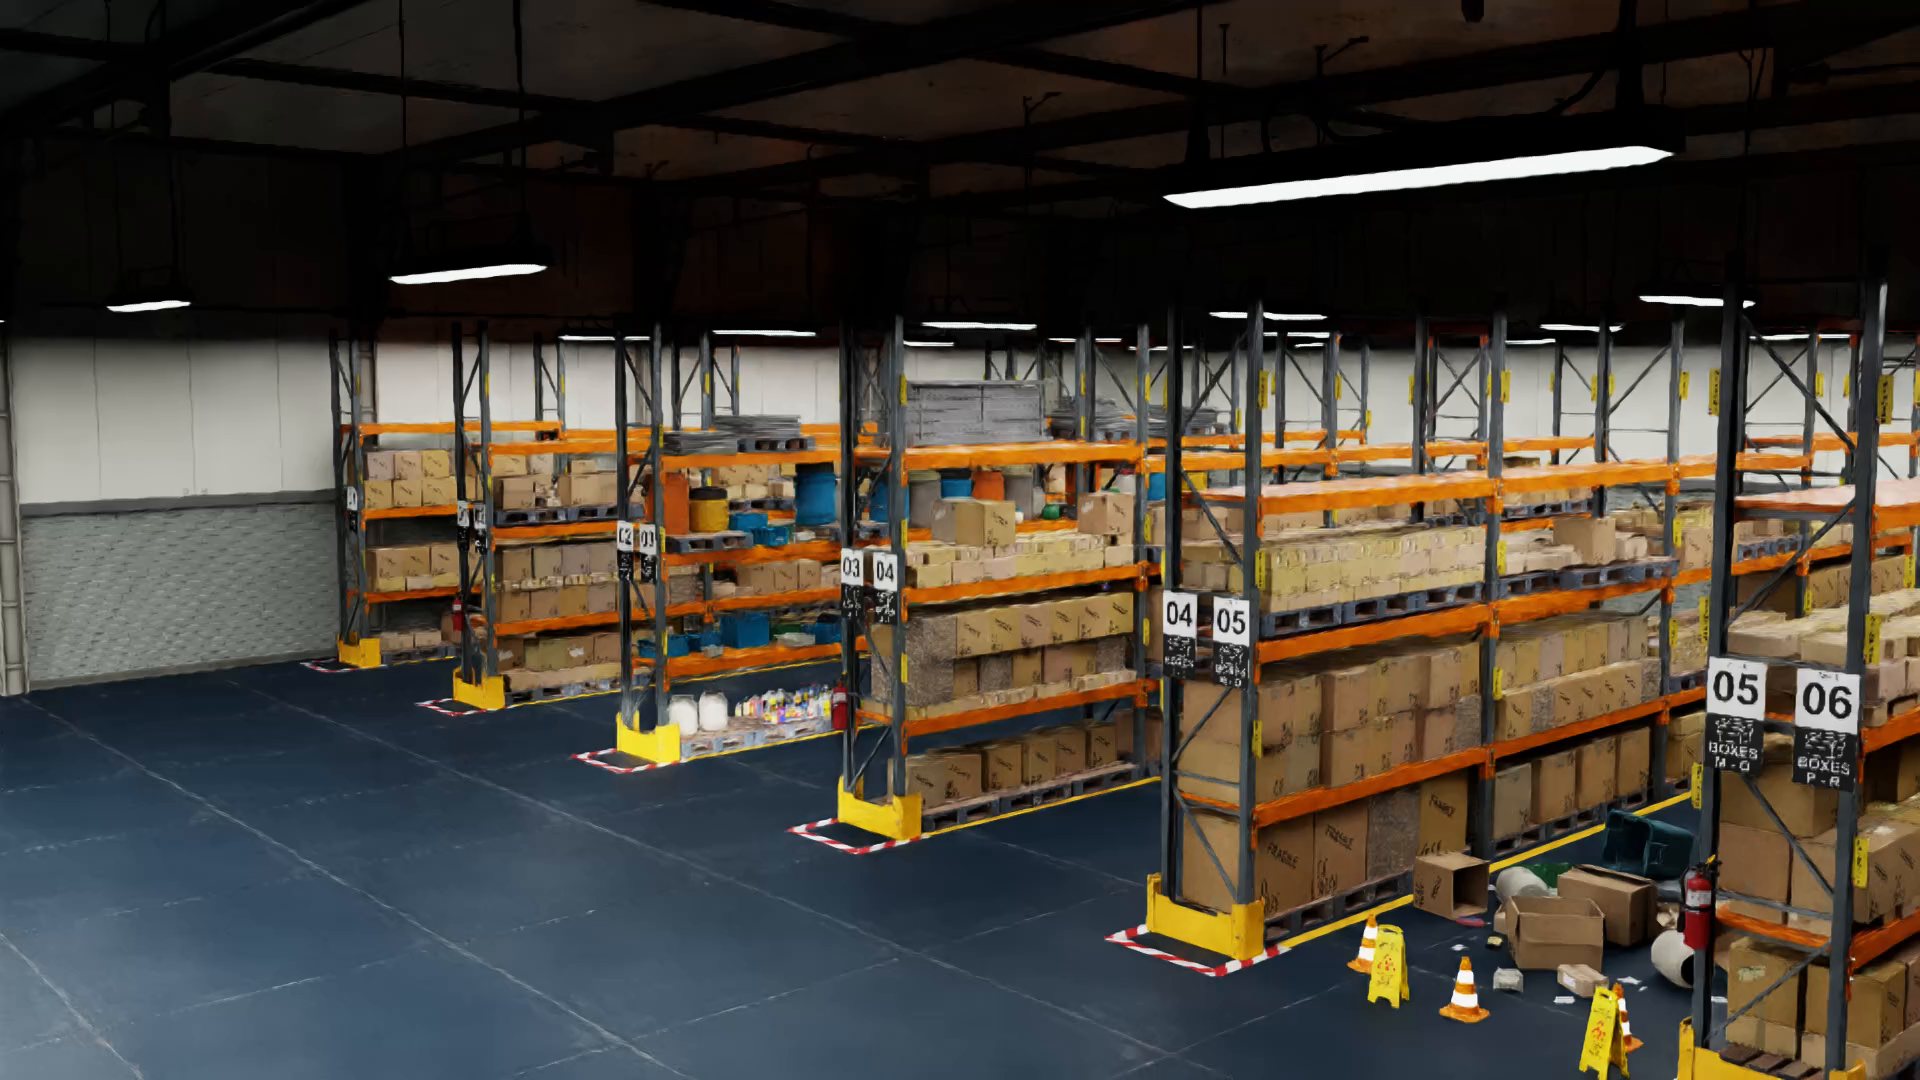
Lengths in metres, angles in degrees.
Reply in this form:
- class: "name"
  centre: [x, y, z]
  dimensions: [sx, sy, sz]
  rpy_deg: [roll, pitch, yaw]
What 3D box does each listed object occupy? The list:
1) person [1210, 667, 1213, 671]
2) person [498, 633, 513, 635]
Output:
- class: "person"
  centre: [3.245, 2.346, 20.682]
  dimensions: [0.503, 1.581, 0.625]
  rpy_deg: [-6, 8, -44]
- class: "person"
  centre: [-8.318, 1.381, 30.287]
  dimensions: [0.625, 1.611, 0.582]
  rpy_deg: [6, 8, 45]
